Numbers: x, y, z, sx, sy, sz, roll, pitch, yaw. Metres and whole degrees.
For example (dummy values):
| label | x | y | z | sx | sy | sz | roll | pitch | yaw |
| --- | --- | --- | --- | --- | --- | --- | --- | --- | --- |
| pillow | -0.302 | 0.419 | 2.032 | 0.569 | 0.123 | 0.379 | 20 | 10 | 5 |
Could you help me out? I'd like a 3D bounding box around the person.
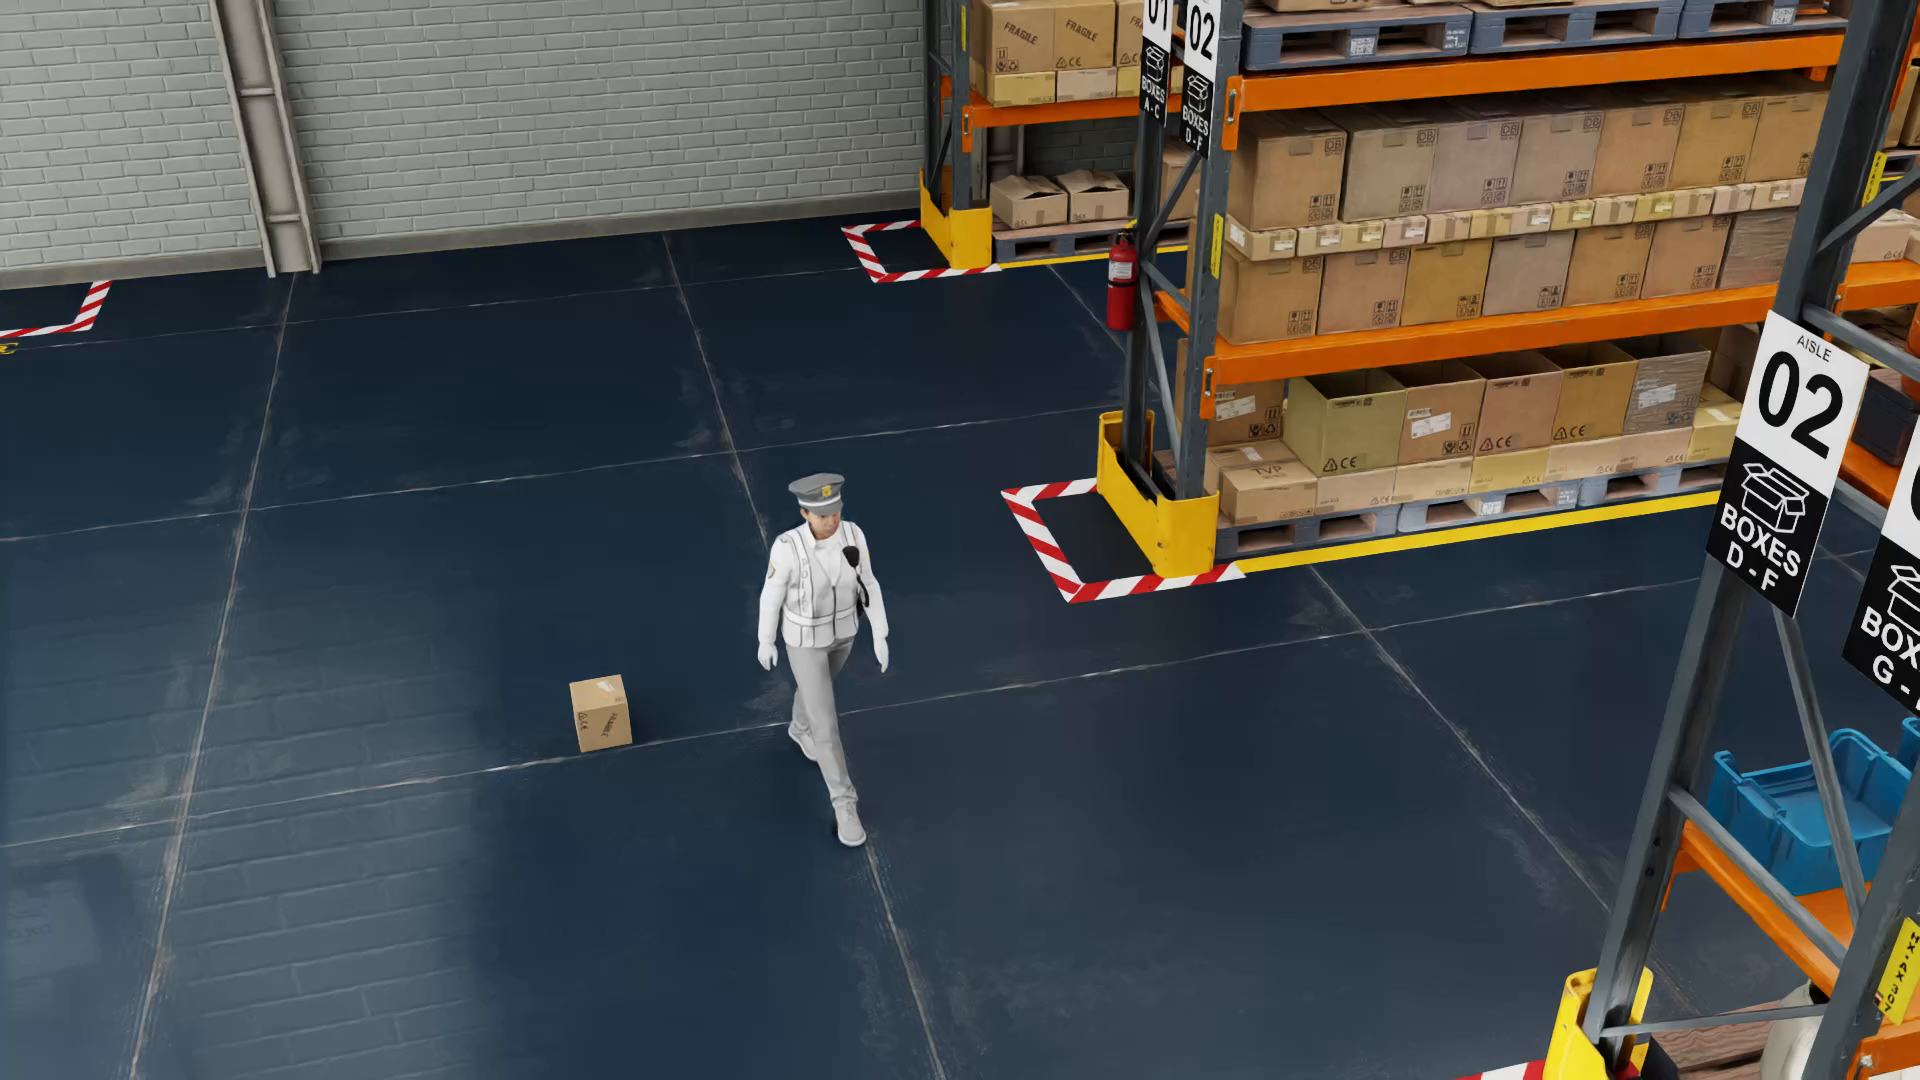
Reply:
| label | x | y | z | sx | sy | sz | roll | pitch | yaw |
| --- | --- | --- | --- | --- | --- | --- | --- | --- | --- |
| person | -0.578 | 0.447 | 7.423 | 0.531 | 1.633 | 0.908 | -19 | 36 | -30 |
